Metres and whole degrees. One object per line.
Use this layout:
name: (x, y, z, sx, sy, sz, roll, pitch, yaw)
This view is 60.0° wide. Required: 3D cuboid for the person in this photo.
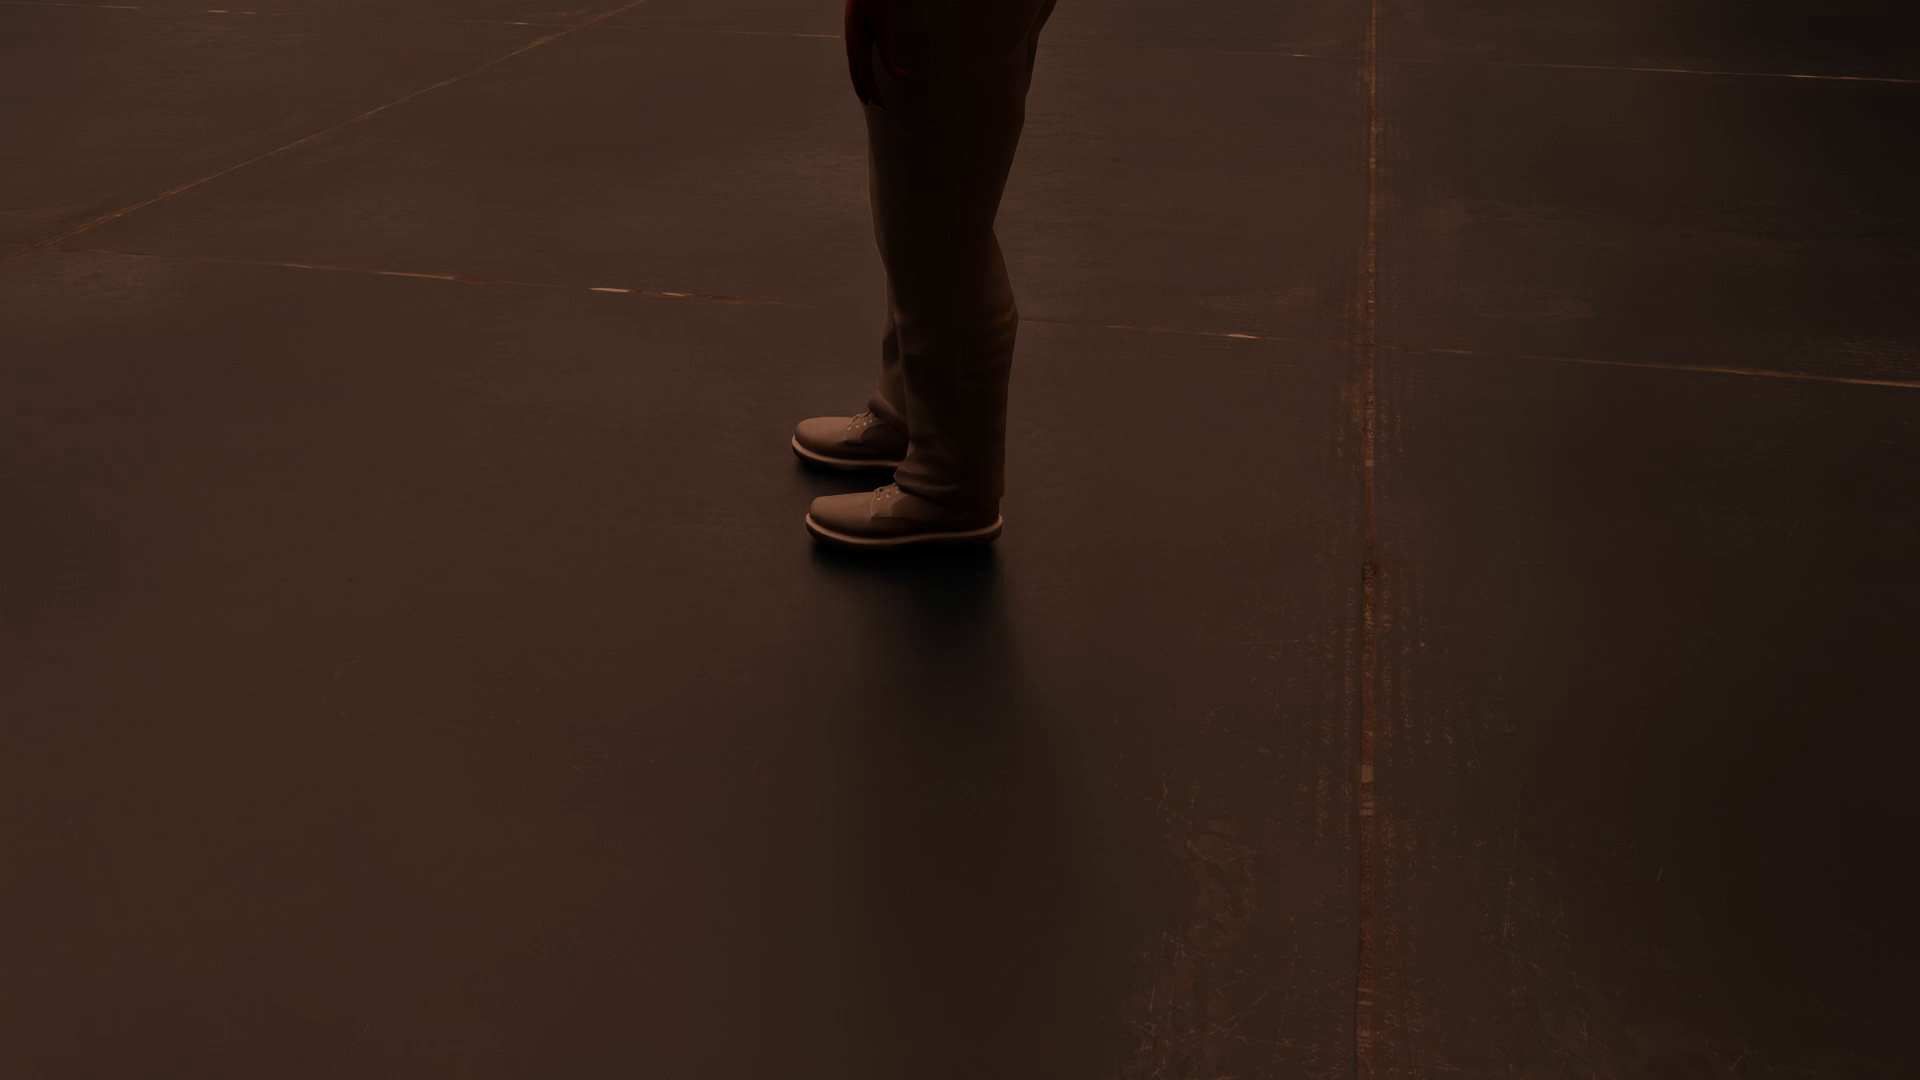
person: (-0.069, -0.779, 2.147, 0.530, 1.695, 0.570, 6, 27, 11)
